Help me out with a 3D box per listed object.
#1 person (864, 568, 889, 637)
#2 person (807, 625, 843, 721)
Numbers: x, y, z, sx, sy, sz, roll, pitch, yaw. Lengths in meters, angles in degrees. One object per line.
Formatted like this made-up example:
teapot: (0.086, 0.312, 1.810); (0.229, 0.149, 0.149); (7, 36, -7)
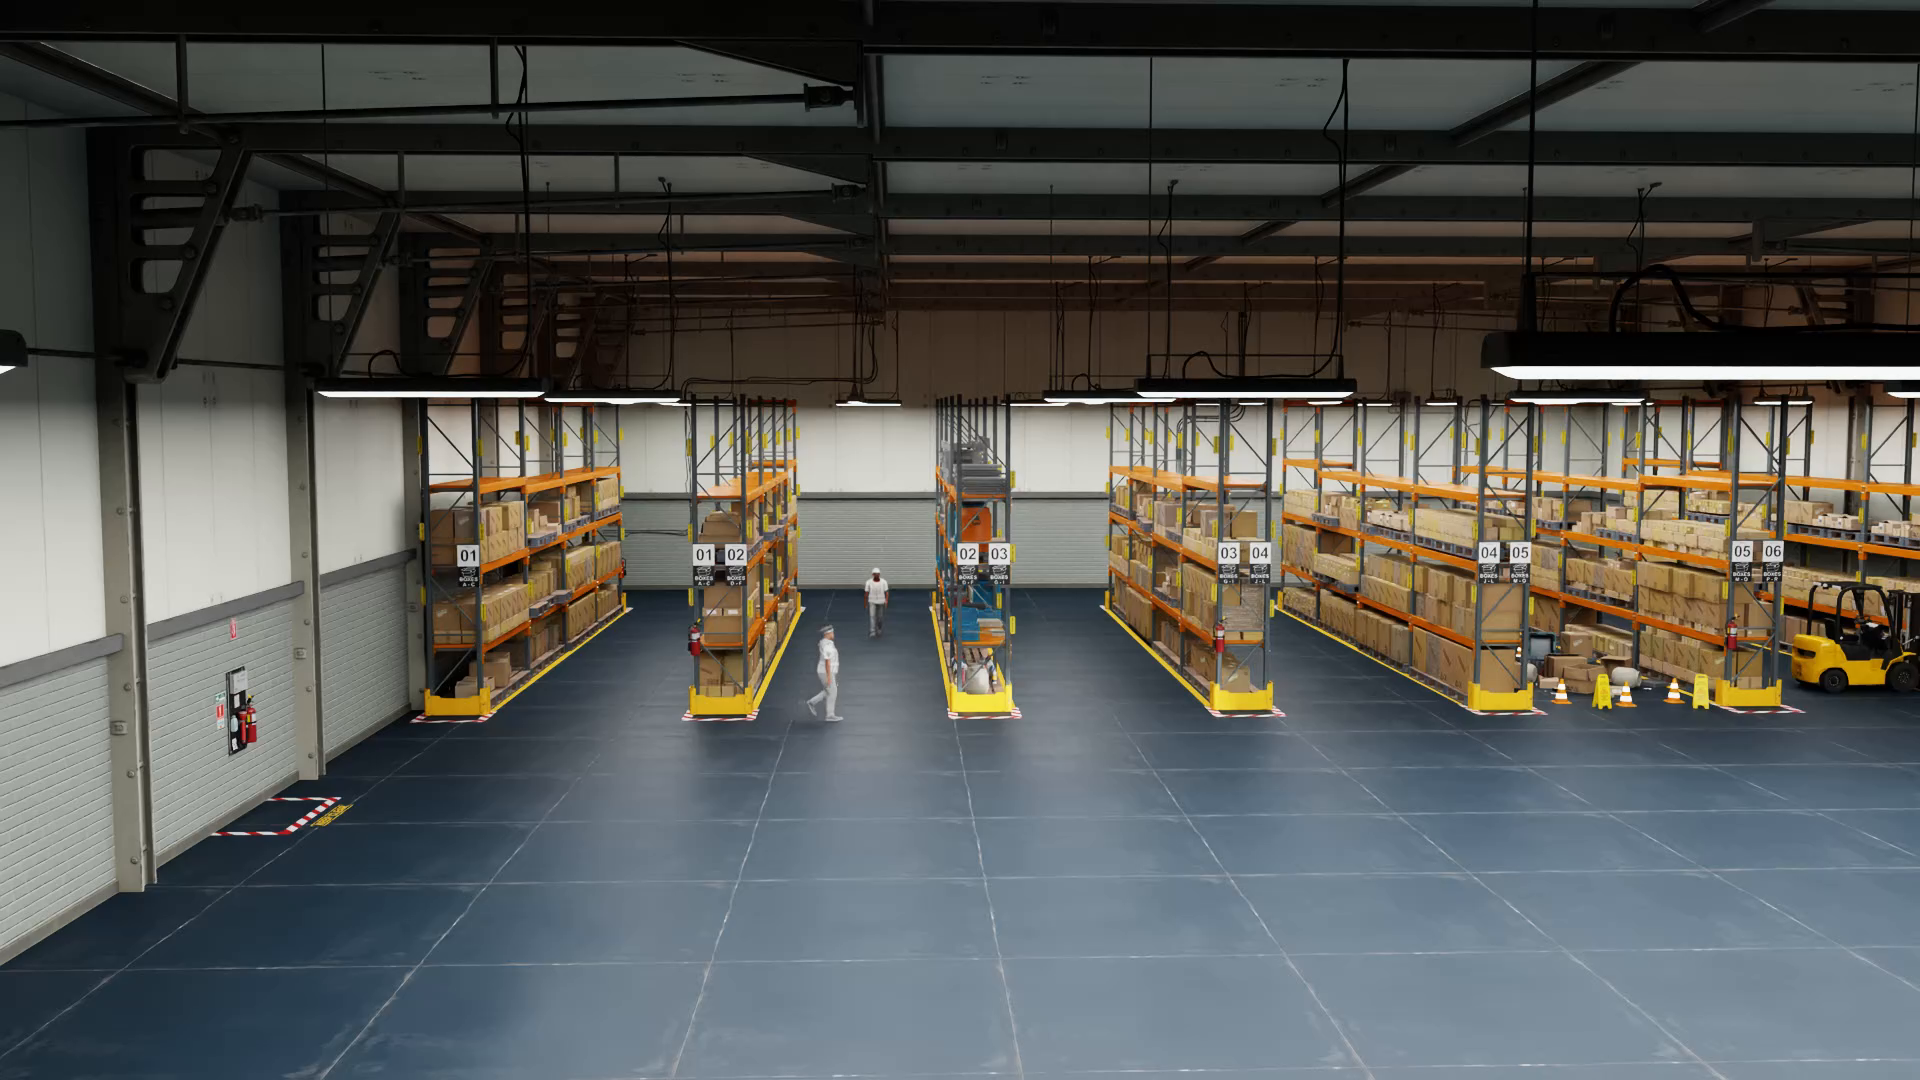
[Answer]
person: (-2.100, 1.555, 41.822); (0.625, 1.697, 1.092); (-1, 5, -7)
person: (-2.487, 2.428, 30.489); (0.683, 1.756, 0.530); (0, 4, -1)
